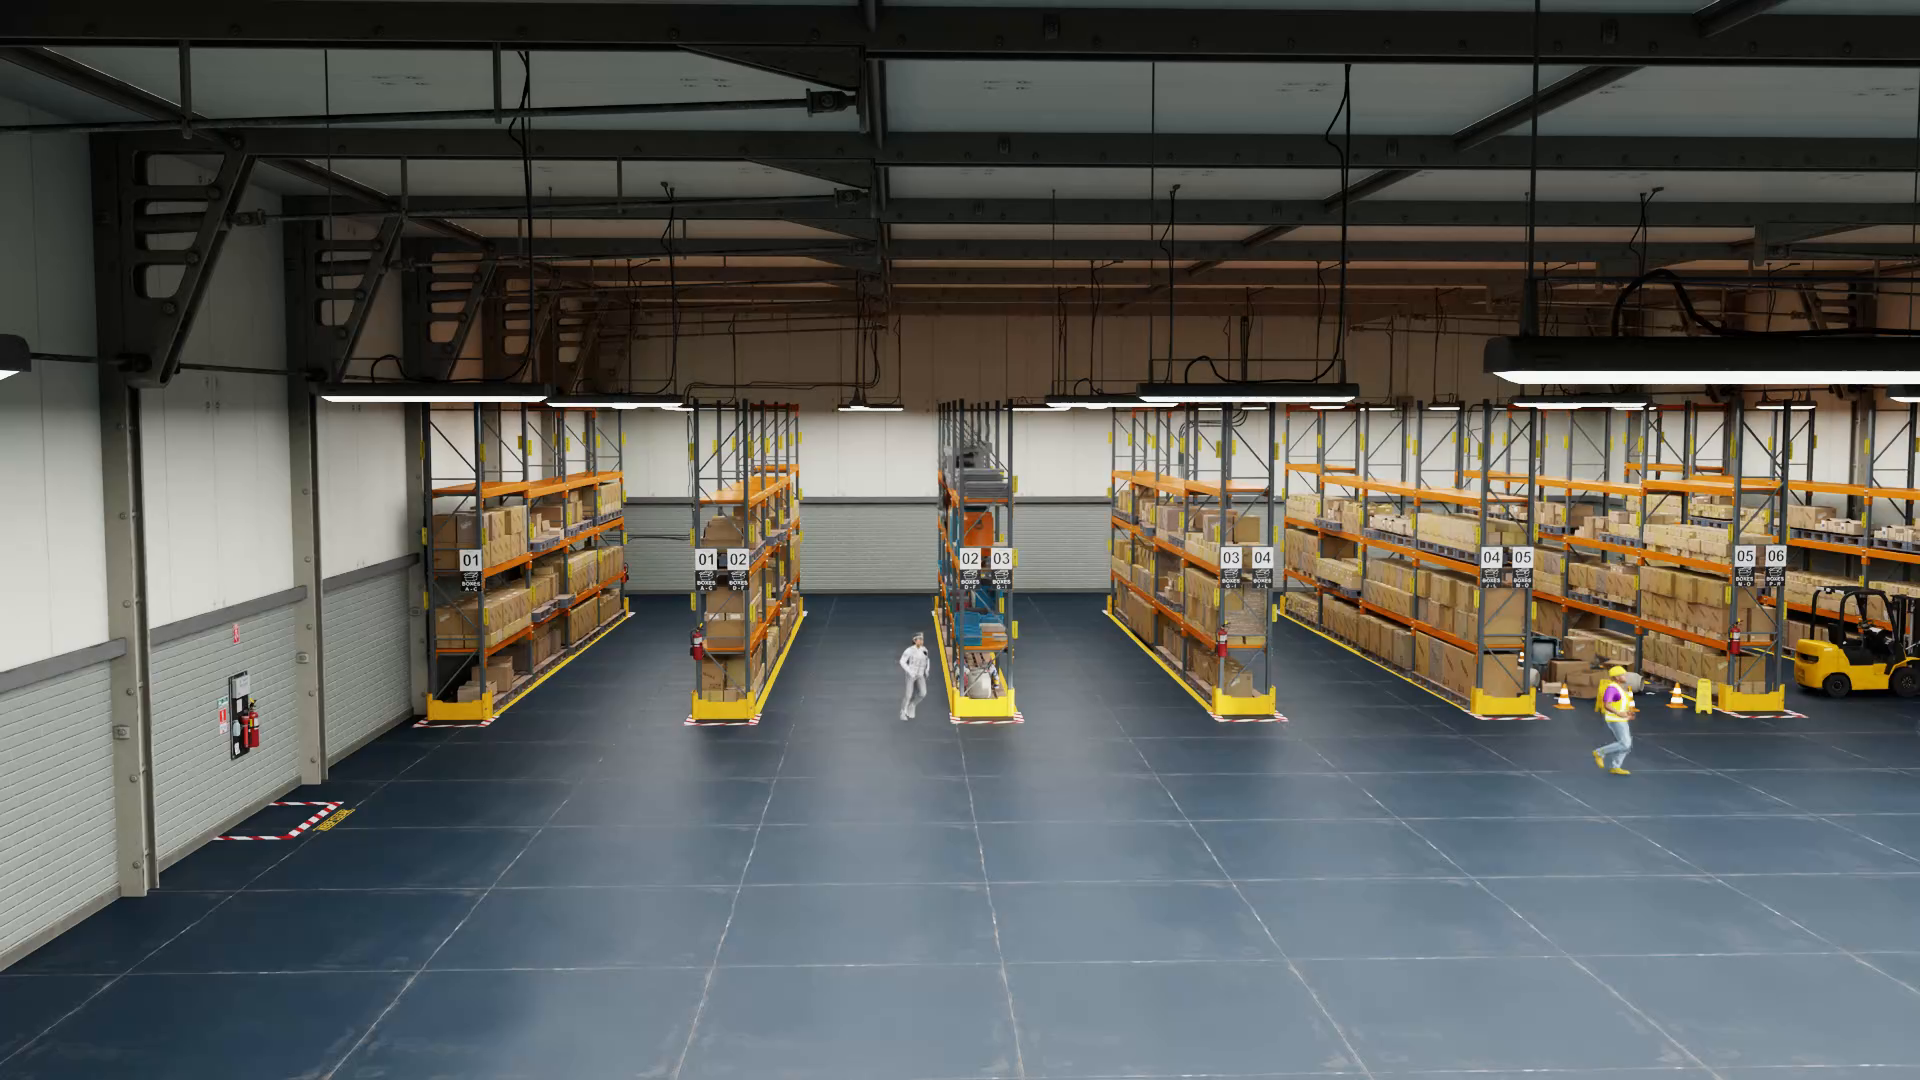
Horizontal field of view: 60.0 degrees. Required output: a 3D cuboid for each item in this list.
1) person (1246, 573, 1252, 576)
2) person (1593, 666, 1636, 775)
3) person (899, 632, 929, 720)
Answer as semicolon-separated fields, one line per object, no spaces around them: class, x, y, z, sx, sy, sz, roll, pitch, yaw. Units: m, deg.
person;7.959;1.283;47.280;0.782;1.756;0.574;2;5;28
person;10.398;2.853;26.423;0.583;1.720;0.691;3;5;32
person;-0.806;2.540;31.138;0.673;1.643;0.561;-2;5;-27
